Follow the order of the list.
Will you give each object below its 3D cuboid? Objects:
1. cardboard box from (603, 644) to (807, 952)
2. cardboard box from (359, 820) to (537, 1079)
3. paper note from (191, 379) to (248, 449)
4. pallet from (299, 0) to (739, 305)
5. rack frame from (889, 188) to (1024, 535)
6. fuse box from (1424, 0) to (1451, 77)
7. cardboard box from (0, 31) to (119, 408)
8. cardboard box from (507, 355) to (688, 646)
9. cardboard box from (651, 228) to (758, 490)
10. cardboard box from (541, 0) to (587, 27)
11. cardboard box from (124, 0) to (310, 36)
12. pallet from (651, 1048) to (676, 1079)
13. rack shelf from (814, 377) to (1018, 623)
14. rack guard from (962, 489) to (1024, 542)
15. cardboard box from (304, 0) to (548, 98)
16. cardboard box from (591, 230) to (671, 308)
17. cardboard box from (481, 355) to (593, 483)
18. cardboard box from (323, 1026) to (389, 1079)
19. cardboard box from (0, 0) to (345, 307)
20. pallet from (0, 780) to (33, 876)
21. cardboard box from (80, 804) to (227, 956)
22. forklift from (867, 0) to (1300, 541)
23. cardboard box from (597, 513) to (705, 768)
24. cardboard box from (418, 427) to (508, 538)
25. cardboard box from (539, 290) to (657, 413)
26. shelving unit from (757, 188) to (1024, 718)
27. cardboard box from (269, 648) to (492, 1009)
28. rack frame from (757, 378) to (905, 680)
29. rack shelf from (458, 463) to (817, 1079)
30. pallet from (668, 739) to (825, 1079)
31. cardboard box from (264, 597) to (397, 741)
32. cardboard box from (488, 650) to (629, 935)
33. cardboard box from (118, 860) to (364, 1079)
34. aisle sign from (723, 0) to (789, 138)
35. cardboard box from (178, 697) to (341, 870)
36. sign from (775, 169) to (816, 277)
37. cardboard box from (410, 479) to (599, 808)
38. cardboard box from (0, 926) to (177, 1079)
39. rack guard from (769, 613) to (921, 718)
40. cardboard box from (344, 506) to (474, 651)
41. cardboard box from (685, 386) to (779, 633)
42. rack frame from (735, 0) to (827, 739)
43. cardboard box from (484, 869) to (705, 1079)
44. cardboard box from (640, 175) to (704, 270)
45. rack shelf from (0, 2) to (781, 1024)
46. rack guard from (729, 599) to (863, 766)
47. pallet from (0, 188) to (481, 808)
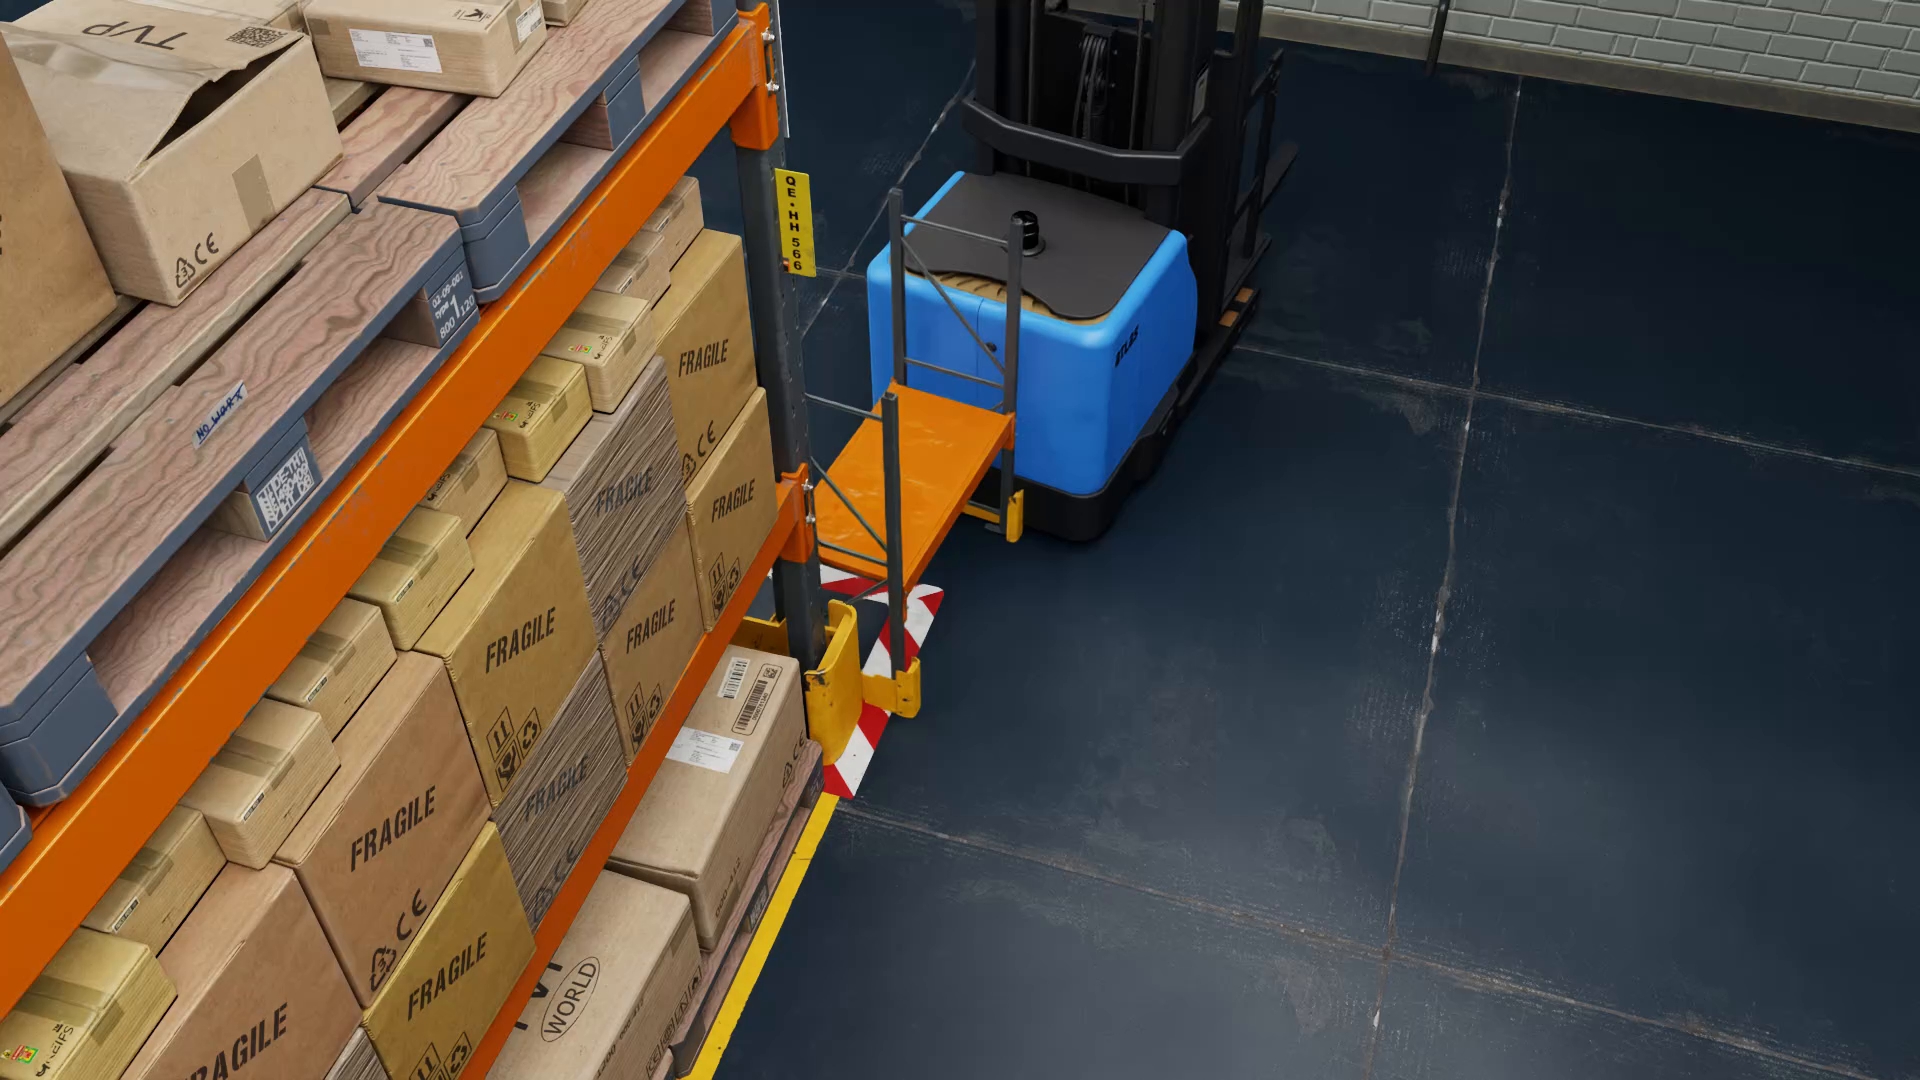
[{"bbox_3d":[-1.062,0.750,5.370,0.875,0.438,0.875,11,45,11],"label":"cardboard box"},{"bbox_3d":[-1.308,0.889,3.626,0.500,0.500,0.500,14,46,14],"label":"cardboard box"},{"bbox_3d":[-1.039,-0.176,2.338,0.006,0.032,0.123,13,46,13],"label":"paper note"},{"bbox_3d":[-1.173,-1.020,3.566,1.003,0.211,1.213,13,46,13],"label":"pallet"},{"bbox_3d":[-0.020,-0.628,6.301,0.500,1.500,0.032,17,47,16],"label":"rack frame"},{"bbox_3d":[2.685,-3.237,8.835,0.539,1.711,0.414,13,46,13],"label":"fuse box"},{"bbox_3d":[-1.711,-0.458,2.485,0.500,0.500,0.500,13,46,13],"label":"cardboard box"},{"bbox_3d":[-1.007,-0.143,3.965,0.500,0.500,0.500,13,46,13],"label":"cardboard box"},{"bbox_3d":[-0.877,-0.498,4.327,0.500,0.500,0.500,14,46,14],"label":"cardboard box"},{"bbox_3d":[-1.008,-1.362,3.588,0.500,0.250,0.500,9,45,9],"label":"cardboard box"},{"bbox_3d":[-1.507,-0.968,3.258,0.380,0.149,0.250,14,46,14],"label":"cardboard box"},{"bbox_3d":[-1.497,1.880,4.677,1.003,0.211,1.213,13,46,12],"label":"pallet"},{"bbox_3d":[-0.225,-0.173,6.097,0.538,0.185,1.000,17,47,16],"label":"rack shelf"},{"bbox_3d":[-0.024,-0.184,6.741,0.587,0.250,0.087,17,47,16],"label":"rack guard"},{"bbox_3d":[-1.059,-1.029,3.320,0.380,0.149,0.250,9,45,9],"label":"cardboard box"},{"bbox_3d":[-0.930,-0.645,4.015,0.380,0.149,0.250,13,46,13],"label":"cardboard box"},{"bbox_3d":[-1.043,-0.296,3.658,0.380,0.149,0.250,14,46,13],"label":"cardboard box"},{"bbox_3d":[-1.464,1.232,3.275,0.500,0.500,0.500,13,46,13],"label":"cardboard box"},{"bbox_3d":[-1.459,-0.715,2.883,0.500,0.311,0.500,13,46,13],"label":"cardboard box"},{"bbox_3d":[-1.911,0.606,1.904,1.003,0.211,1.213,13,46,13],"label":"pallet"},{"bbox_3d":[-1.487,0.548,2.796,0.380,0.149,0.250,12,46,12],"label":"cardboard box"},{"bbox_3d":[0.748,-2.074,6.774,1.130,2.935,3.031,20,48,19],"label":"forklift"},{"bbox_3d":[-1.018,0.197,4.333,0.500,0.500,0.500,12,46,12],"label":"cardboard box"},{"bbox_3d":[-1.190,-0.137,3.495,0.380,0.149,0.250,12,46,12],"label":"cardboard box"},{"bbox_3d":[-0.928,-0.455,3.821,0.380,0.149,0.250,12,46,12],"label":"cardboard box"},{"bbox_3d":[-0.220,-0.306,5.976,0.587,1.500,1.083,17,47,16],"label":"shelving unit"},{"bbox_3d":[-1.314,0.521,3.287,0.500,0.500,0.500,12,46,12],"label":"cardboard box"},{"bbox_3d":[-0.427,0.028,5.639,0.500,1.500,0.032,17,47,16],"label":"rack frame"},{"bbox_3d":[-1.563,1.114,3.981,1.077,0.370,4.000,13,46,13],"label":"rack shelf"},{"bbox_3d":[-1.125,1.070,5.506,1.003,0.211,1.213,13,46,13],"label":"pallet"},{"bbox_3d":[-1.307,0.214,3.137,0.380,0.149,0.250,14,46,14],"label":"cardboard box"},{"bbox_3d":[-1.164,0.542,3.980,0.500,0.500,0.500,14,46,14],"label":"cardboard box"},{"bbox_3d":[-1.469,0.856,2.944,0.500,0.500,0.500,13,46,13],"label":"cardboard box"},{"bbox_3d":[-0.641,-1.388,4.165,0.394,0.787,0.004,13,46,13],"label":"aisle sign"},{"bbox_3d":[-1.347,0.398,2.948,0.380,0.149,0.250,13,46,13],"label":"cardboard box"},{"bbox_3d":[-0.445,-0.851,4.477,0.100,0.325,0.005,13,46,13],"label":"sign"},{"bbox_3d":[-1.160,0.186,3.629,0.500,0.500,0.500,12,46,12],"label":"cardboard box"},{"bbox_3d":[-1.485,0.732,2.607,0.380,0.149,0.250,11,46,11],"label":"cardboard box"},{"bbox_3d":[-0.423,0.458,6.093,0.587,0.250,0.087,17,47,16],"label":"rack guard"},{"bbox_3d":[-1.210,0.043,3.312,0.380,0.149,0.250,14,46,13],"label":"cardboard box"},{"bbox_3d":[-0.852,-0.134,4.671,0.500,0.500,0.500,13,46,13],"label":"cardboard box"},{"bbox_3d":[-0.958,-0.476,5.092,1.000,3.000,0.127,13,46,13],"label":"rack frame"},{"bbox_3d":[-1.332,1.362,4.745,0.875,0.438,0.875,14,46,14],"label":"cardboard box"},{"bbox_3d":[-0.876,-0.820,4.193,0.380,0.149,0.250,13,46,13],"label":"cardboard box"},{"bbox_3d":[-1.563,0.042,2.932,1.077,0.370,4.000,13,46,13],"label":"rack shelf"},{"bbox_3d":[-0.951,0.401,5.983,1.175,0.500,0.348,13,46,13],"label":"rack guard"},{"bbox_3d":[-1.540,-0.204,2.733,1.003,0.211,1.213,13,46,13],"label":"pallet"}]
